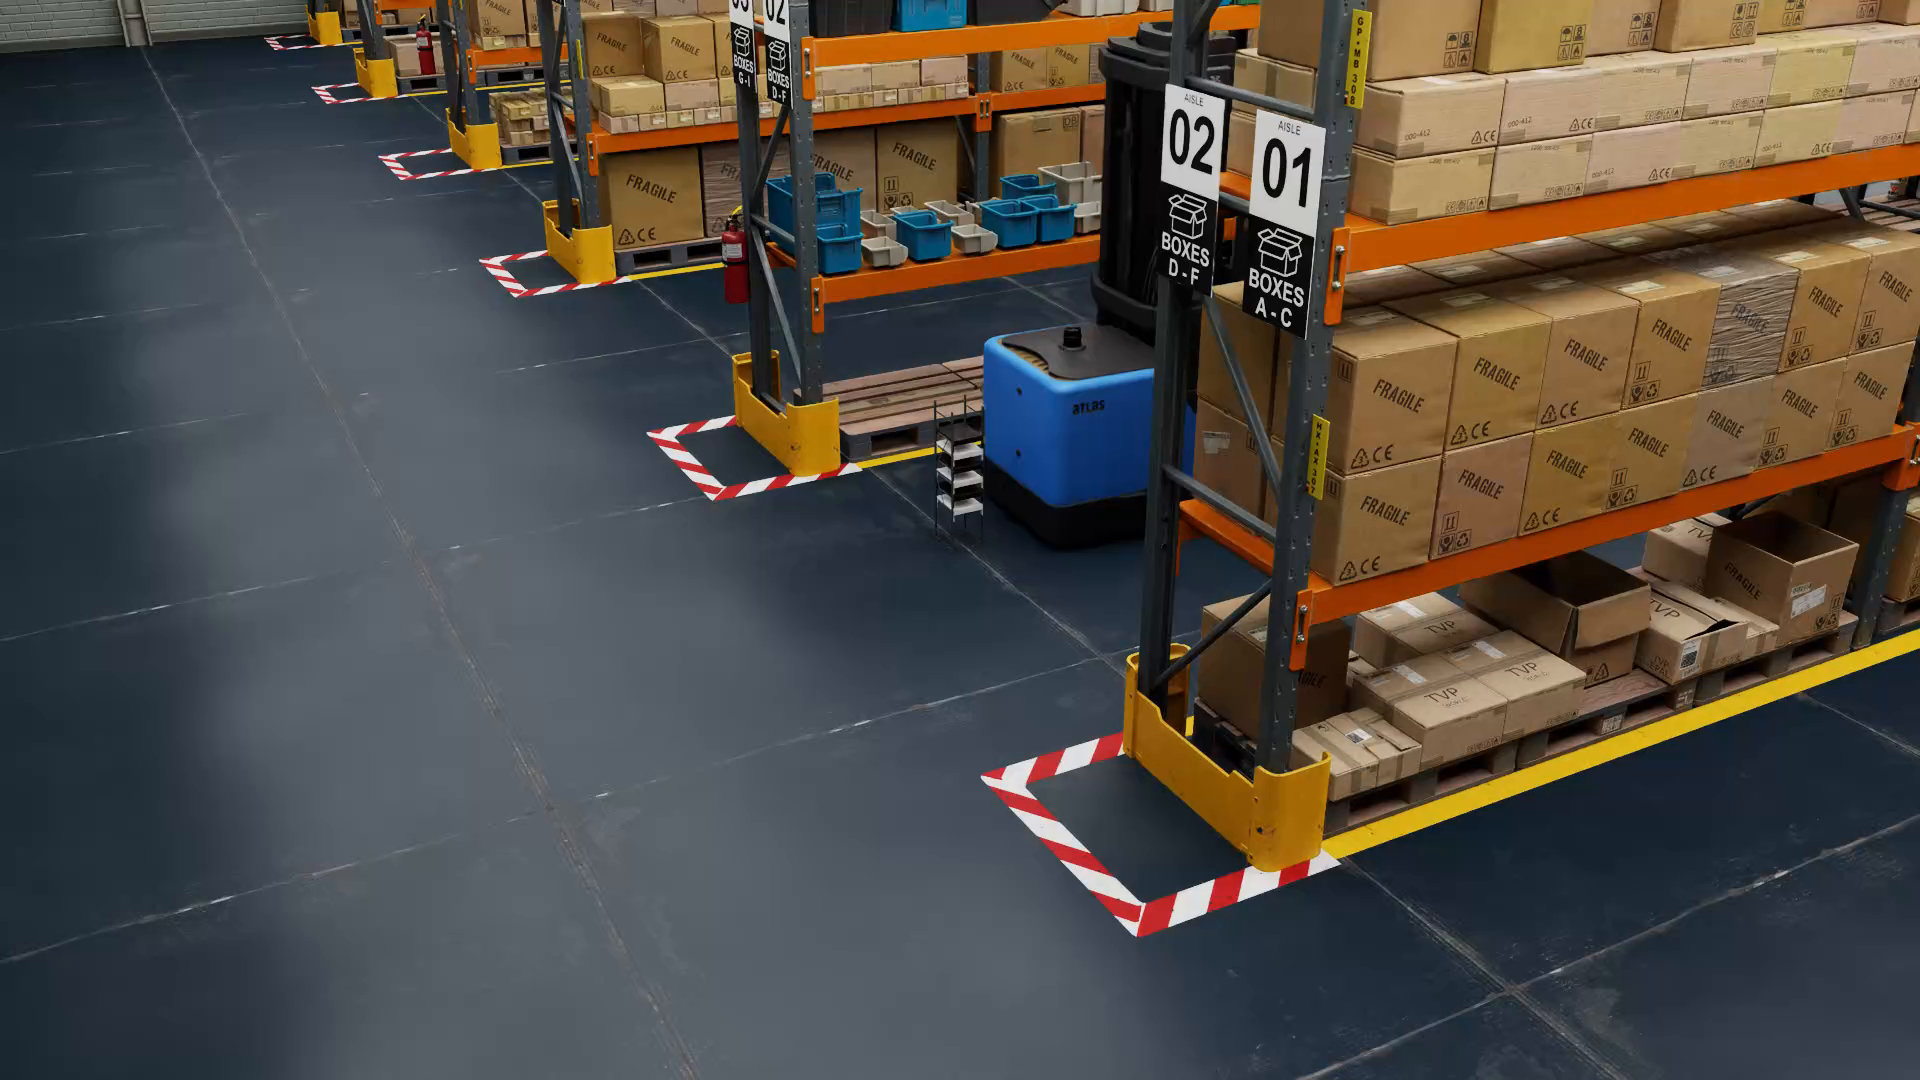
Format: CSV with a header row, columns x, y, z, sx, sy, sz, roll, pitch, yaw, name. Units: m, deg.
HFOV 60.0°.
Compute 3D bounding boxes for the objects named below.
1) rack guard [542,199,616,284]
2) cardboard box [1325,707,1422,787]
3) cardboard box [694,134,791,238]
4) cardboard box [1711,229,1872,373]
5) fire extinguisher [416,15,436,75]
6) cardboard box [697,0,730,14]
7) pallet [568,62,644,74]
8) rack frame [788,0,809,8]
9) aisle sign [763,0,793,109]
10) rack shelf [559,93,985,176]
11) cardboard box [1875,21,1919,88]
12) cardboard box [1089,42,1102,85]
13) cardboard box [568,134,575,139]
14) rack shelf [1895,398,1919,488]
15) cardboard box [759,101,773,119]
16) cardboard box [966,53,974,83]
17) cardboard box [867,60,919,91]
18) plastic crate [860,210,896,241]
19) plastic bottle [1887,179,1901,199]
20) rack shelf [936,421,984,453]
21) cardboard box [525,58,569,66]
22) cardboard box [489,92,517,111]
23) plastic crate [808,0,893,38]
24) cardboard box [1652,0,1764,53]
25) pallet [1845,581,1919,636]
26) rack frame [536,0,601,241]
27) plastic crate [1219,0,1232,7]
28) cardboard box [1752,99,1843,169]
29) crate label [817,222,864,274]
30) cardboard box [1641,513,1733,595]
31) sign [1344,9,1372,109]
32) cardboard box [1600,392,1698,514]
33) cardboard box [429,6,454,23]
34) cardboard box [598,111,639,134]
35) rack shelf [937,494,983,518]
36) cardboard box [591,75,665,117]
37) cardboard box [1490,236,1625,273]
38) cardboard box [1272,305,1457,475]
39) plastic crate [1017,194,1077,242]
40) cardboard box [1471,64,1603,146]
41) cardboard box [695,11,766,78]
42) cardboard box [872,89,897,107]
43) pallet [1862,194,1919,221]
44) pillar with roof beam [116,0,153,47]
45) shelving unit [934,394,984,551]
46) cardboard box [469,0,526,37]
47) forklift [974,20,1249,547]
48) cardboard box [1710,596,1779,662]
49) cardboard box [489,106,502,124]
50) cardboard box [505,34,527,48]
x,y,z,sx,sy,sz,roll,pitch,yaw,name
-3.550,-2.790,15.483,0.348,0.500,1.175,-13,29,-25,rack guard
1.882,0.936,7.599,0.250,0.166,0.380,-13,29,-25,cardboard box
-2.198,-3.499,16.043,0.875,0.875,0.875,-13,29,-25,cardboard box
3.884,-1.141,7.890,0.500,0.500,0.500,-14,29,-26,cardboard box
-6.213,-5.758,19.298,0.183,0.674,0.296,-13,29,-25,fire extinguisher
-2.996,-6.519,19.902,0.500,0.500,0.500,-14,29,-26,cardboard box
-5.370,-7.139,24.875,1.213,0.211,1.003,-13,29,-25,pallet
-1.198,-4.735,9.714,0.127,3.000,1.000,-13,29,-25,rack frame
-1.121,-3.074,10.183,0.004,0.787,0.394,-13,29,-25,aisle sign
-1.764,-4.005,15.957,4.000,0.370,1.077,-13,29,-25,rack shelf
4.358,-2.260,7.621,0.500,0.250,0.500,-13,29,-25,cardboard box
1.410,-4.984,17.050,0.500,0.500,0.500,-14,29,-26,cardboard box
-4.752,-4.863,19.721,0.250,0.149,0.380,-13,28,-25,cardboard box
6.424,-1.035,9.772,4.000,0.370,1.077,-13,29,-25,rack shelf
-1.926,-4.017,15.442,0.250,0.149,0.380,-13,29,-26,cardboard box
0.285,-4.981,17.043,0.500,0.500,0.500,-13,29,-25,cardboard box
-0.720,-4.506,16.000,0.500,0.250,0.500,-12,28,-24,cardboard box
-0.563,-2.173,11.547,0.243,0.136,0.396,-13,29,-25,plastic crate
9.564,-3.604,17.015,0.097,0.201,0.097,0,26,0,plastic bottle
-0.007,-0.617,9.949,0.200,0.077,0.258,-13,29,-25,rack shelf
-6.056,-7.286,24.434,0.875,0.438,0.875,-14,29,-27,cardboard box
-5.425,-5.213,19.764,0.250,0.149,0.380,-13,28,-25,cardboard box
-0.727,-3.295,10.333,0.590,0.269,0.497,-13,29,-25,plastic crate
2.932,-2.375,6.994,0.500,0.500,0.700,-13,29,-25,cardboard box
5.359,0.125,9.746,1.213,0.211,1.003,-13,29,-25,pallet
-3.528,-3.922,14.952,0.127,3.000,1.000,-13,29,-25,rack frame
1.679,-3.814,11.456,0.300,0.233,0.416,-13,29,-25,plastic crate
3.472,-1.833,7.311,0.500,0.250,0.500,-13,29,-25,cardboard box
-0.825,-1.906,10.879,0.303,0.233,0.416,-13,29,-25,crate label
4.187,0.064,9.249,0.500,0.311,0.500,-13,29,-25,cardboard box
1.385,-1.677,5.801,0.005,0.325,0.100,-13,29,-25,sign
2.984,-0.482,7.672,0.500,0.500,0.500,-13,28,-24,cardboard box
-8.660,-8.981,27.892,0.500,0.500,0.500,-12,28,-24,cardboard box
-3.060,-3.755,14.895,0.250,0.149,0.380,-13,28,-25,cardboard box
-0.007,-0.212,10.144,0.200,0.077,0.258,-13,29,-25,rack shelf
-2.978,-3.983,14.909,0.500,0.250,0.500,-14,29,-26,cardboard box
2.747,-1.144,7.897,0.500,0.500,0.500,-12,28,-24,cardboard box
1.645,-0.623,6.811,0.500,0.500,0.500,-12,28,-24,cardboard box
0.602,-2.236,11.565,0.300,0.233,0.416,-13,29,-25,plastic crate
2.150,-1.752,6.563,0.500,0.250,0.500,-13,29,-25,cardboard box
-2.082,-4.531,15.184,0.500,0.500,0.500,-14,29,-26,cardboard box
-0.794,-4.279,15.986,0.250,0.149,0.380,-12,28,-24,cardboard box
10.003,-3.338,16.958,1.213,0.211,1.003,-13,29,-25,pallet
-11.308,-10.457,21.632,0.400,9.000,9.100,-13,29,-25,pillar with roof beam
-0.007,-0.404,10.052,0.210,0.900,0.258,-13,29,-25,shelving unit
-5.247,-6.002,18.825,0.500,0.500,0.500,-12,28,-23,cardboard box
1.644,-1.702,10.409,3.031,2.935,1.130,-12,28,-23,forklift
3.987,0.458,8.615,0.250,0.149,0.380,-13,29,-25,cardboard box
-5.442,-5.091,19.853,0.250,0.149,0.380,-14,29,-26,cardboard box
-5.128,-5.732,19.013,0.250,0.149,0.380,-12,28,-23,cardboard box
